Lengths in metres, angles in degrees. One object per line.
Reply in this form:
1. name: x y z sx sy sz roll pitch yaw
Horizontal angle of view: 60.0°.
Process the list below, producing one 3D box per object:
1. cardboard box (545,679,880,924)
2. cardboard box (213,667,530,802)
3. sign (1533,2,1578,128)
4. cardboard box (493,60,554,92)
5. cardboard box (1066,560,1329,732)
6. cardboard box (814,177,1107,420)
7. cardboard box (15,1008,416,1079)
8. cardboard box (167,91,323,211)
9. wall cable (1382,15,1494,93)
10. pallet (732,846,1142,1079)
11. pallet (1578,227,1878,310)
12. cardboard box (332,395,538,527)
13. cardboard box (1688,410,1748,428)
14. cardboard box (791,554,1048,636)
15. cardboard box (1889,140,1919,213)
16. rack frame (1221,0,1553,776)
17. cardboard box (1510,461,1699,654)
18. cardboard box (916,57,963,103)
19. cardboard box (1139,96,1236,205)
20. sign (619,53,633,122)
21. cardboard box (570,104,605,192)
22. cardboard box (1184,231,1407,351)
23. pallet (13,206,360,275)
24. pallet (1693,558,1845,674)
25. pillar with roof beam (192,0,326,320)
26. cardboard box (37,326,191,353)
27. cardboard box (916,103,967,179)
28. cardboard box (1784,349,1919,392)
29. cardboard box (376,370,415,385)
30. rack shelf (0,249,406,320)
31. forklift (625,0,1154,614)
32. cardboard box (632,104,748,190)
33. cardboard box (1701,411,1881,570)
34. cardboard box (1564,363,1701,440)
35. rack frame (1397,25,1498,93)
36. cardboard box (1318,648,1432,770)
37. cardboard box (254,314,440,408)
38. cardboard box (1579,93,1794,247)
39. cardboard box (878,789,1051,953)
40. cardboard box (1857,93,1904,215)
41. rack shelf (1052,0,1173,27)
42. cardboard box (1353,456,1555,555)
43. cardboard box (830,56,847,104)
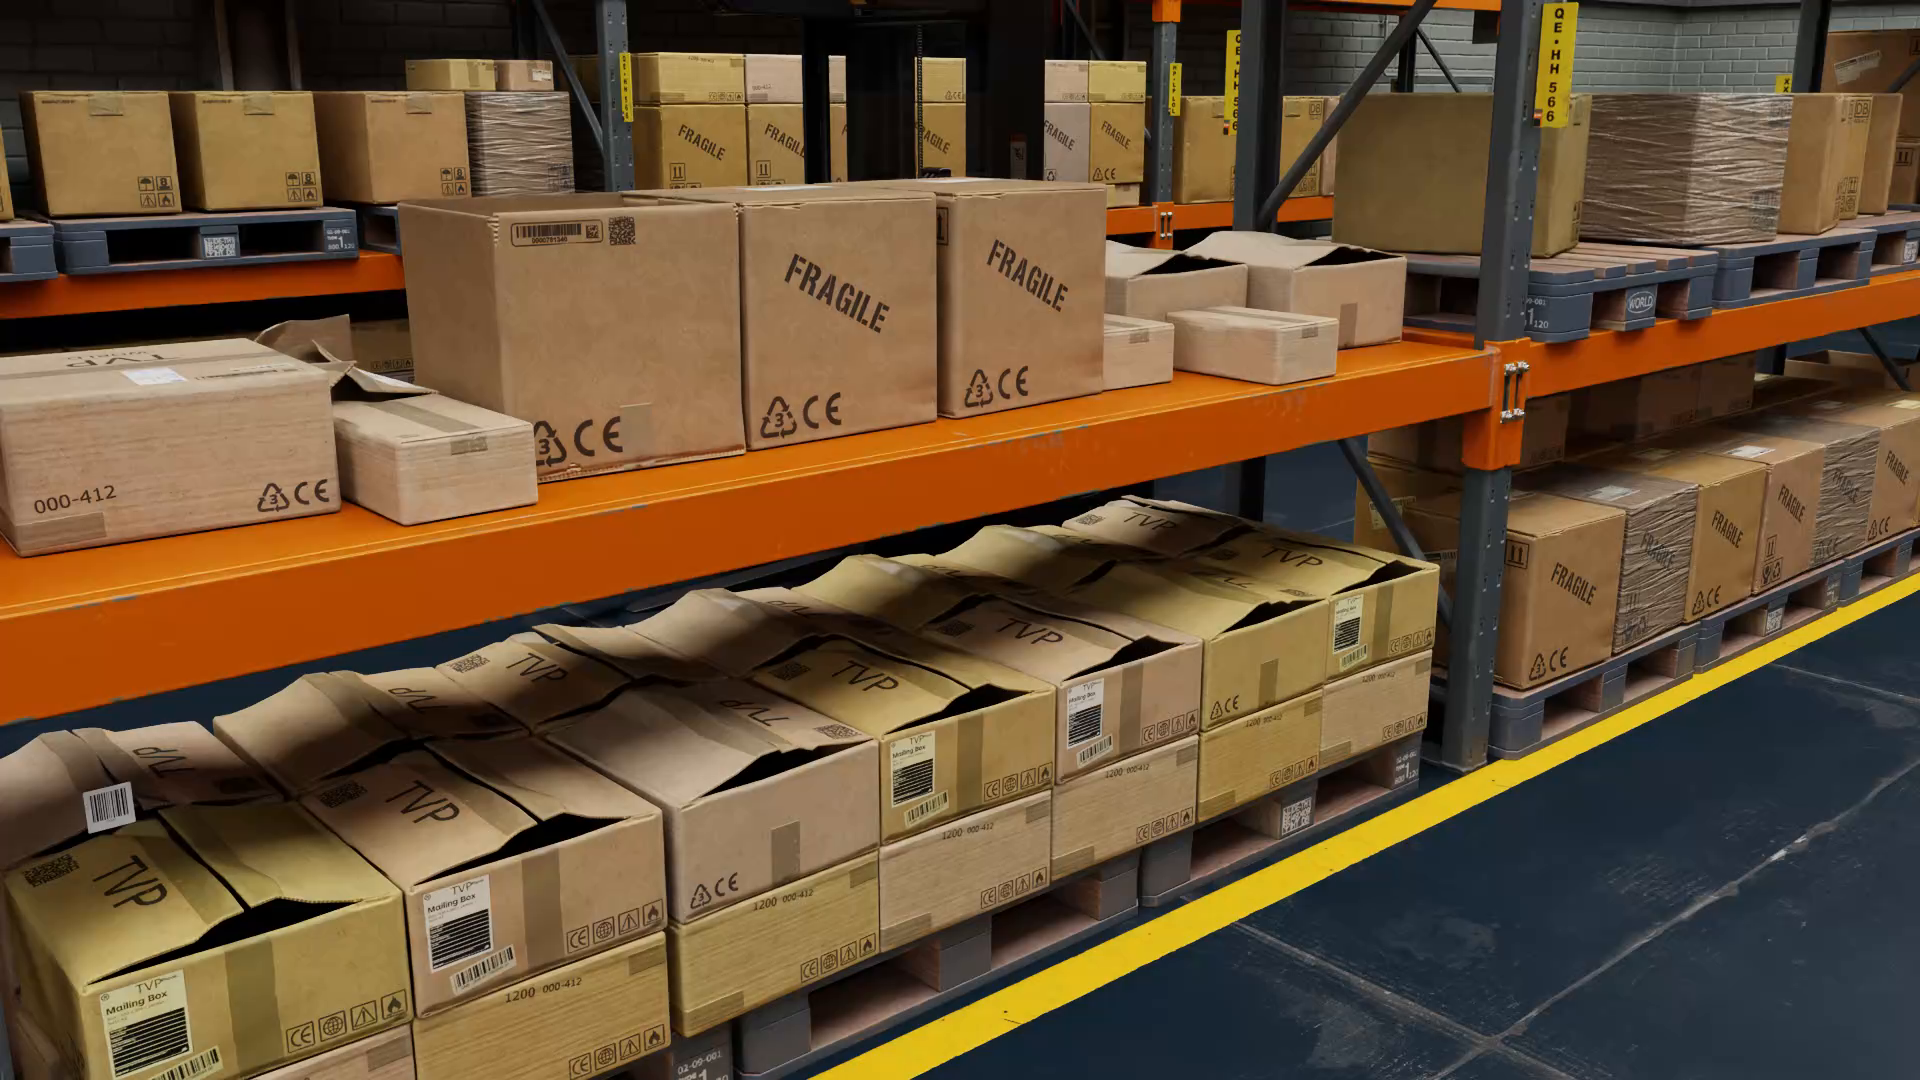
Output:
1. cardboard box: -0.518 0.501 3.491 0.500 0.311 0.500 -14 20 -41
2. cardboard box: -1.259 0.480 3.568 0.500 0.311 0.500 -12 19 -38
3. sign: 1.620 -1.290 4.524 0.005 0.325 0.100 -13 19 -39
4. cardboard box: -2.242 -2.312 8.290 0.380 0.149 0.250 13 20 40
5. cardboard box: 0.632 0.242 4.458 0.500 0.311 0.500 -13 20 -40
6. cardboard box: -0.002 -0.599 3.987 0.500 0.500 0.500 -14 20 -42
7. cardboard box: -1.298 0.945 2.915 0.500 0.250 0.500 -13 20 -41
8. cardboard box: -3.275 -1.766 7.502 0.500 0.500 0.700 -13 19 -39
9. wall cable: 4.379 -4.049 15.128 1.851 1.984 0.084 -13 19 -39
10. pallet: -0.313 0.846 4.172 1.213 0.211 1.003 -13 19 -39
11. pallet: 2.717 -1.076 6.337 1.213 0.211 1.003 -13 19 -39
12. cardboard box: -0.962 -0.150 2.984 0.250 0.149 0.380 -13 19 -39
13. cardboard box: 2.969 -0.311 7.091 0.500 0.500 0.500 -12 19 -39
14. cardboard box: -0.112 0.224 4.525 0.500 0.311 0.500 -13 20 -41
15. cardboard box: 4.479 -1.699 8.104 0.500 0.500 0.500 -12 19 -38
16. rack frame: 1.253 -0.838 5.076 0.127 3.000 1.000 -13 19 -39
17. cardboard box: 2.175 0.046 5.758 0.500 0.500 0.500 -14 20 -41
18. cardboard box: -0.329 -2.657 9.623 0.500 0.250 0.500 -13 20 -40
19. cardboard box: 1.436 -2.713 11.514 0.700 0.700 0.980 -12 19 -39
20. sign: -1.638 -2.219 8.155 0.005 0.325 0.100 -13 19 -39
21. cardboard box: -1.818 -2.135 9.122 0.500 0.500 0.500 -12 19 -39
22. cardboard box: 0.950 -0.742 4.888 0.500 0.311 0.500 -11 19 -36
23. pallet: -3.468 -1.366 7.423 1.213 0.211 1.003 -13 19 -39
24. pallet: 2.761 0.184 6.651 1.213 0.211 1.003 -13 19 -39
25. pillar with roof beam: -0.724 -3.810 4.578 0.400 9.000 9.100 -13 19 -39
26. cardboard box: -3.755 -0.784 7.409 0.500 0.250 0.500 -13 20 -41
27. cardboard box: -0.303 -2.297 9.727 0.500 0.500 0.500 -12 19 -38
28. cardboard box: 4.514 -0.673 8.447 0.500 0.500 0.500 -13 19 -39
29. cardboard box: -2.975 -0.610 8.213 0.500 0.500 0.700 -13 20 -39
30. rack shelf: -3.510 -1.116 7.508 4.000 0.370 1.077 -13 19 -39
31. forklift: -0.414 -1.294 6.914 1.130 2.935 3.031 13 20 39
32. cardboard box: -1.467 -2.036 8.751 0.500 0.500 0.500 -12 19 -38
33. cardboard box: 3.329 -0.214 6.731 0.500 0.500 0.500 -12 19 -39
34. cardboard box: 2.613 -0.594 6.700 0.500 0.250 0.500 -13 20 -40
35. rack frame: 4.034 -3.157 13.757 0.127 3.000 1.000 -13 19 -39
36. cardboard box: 1.016 0.424 4.865 0.500 0.250 0.500 -12 19 -38
37. cardboard box: -1.222 -0.280 3.248 0.258 0.266 0.396 -13 20 -41
38. cardboard box: 2.469 -1.336 5.931 0.500 0.500 0.700 -9 17 -29
39. cardboard box: -0.138 0.684 3.891 0.500 0.250 0.500 -12 19 -38
40. cardboard box: 3.766 -1.730 7.408 0.700 0.500 0.500 8 17 28
41. rack shelf: -0.493 -3.242 9.658 4.000 0.370 1.077 -13 19 -39
42. cardboard box: 1.805 -0.047 6.106 0.500 0.500 0.500 -12 19 -37
43. cardboard box: -0.710 -2.569 9.295 0.500 0.250 0.500 -12 19 -39
